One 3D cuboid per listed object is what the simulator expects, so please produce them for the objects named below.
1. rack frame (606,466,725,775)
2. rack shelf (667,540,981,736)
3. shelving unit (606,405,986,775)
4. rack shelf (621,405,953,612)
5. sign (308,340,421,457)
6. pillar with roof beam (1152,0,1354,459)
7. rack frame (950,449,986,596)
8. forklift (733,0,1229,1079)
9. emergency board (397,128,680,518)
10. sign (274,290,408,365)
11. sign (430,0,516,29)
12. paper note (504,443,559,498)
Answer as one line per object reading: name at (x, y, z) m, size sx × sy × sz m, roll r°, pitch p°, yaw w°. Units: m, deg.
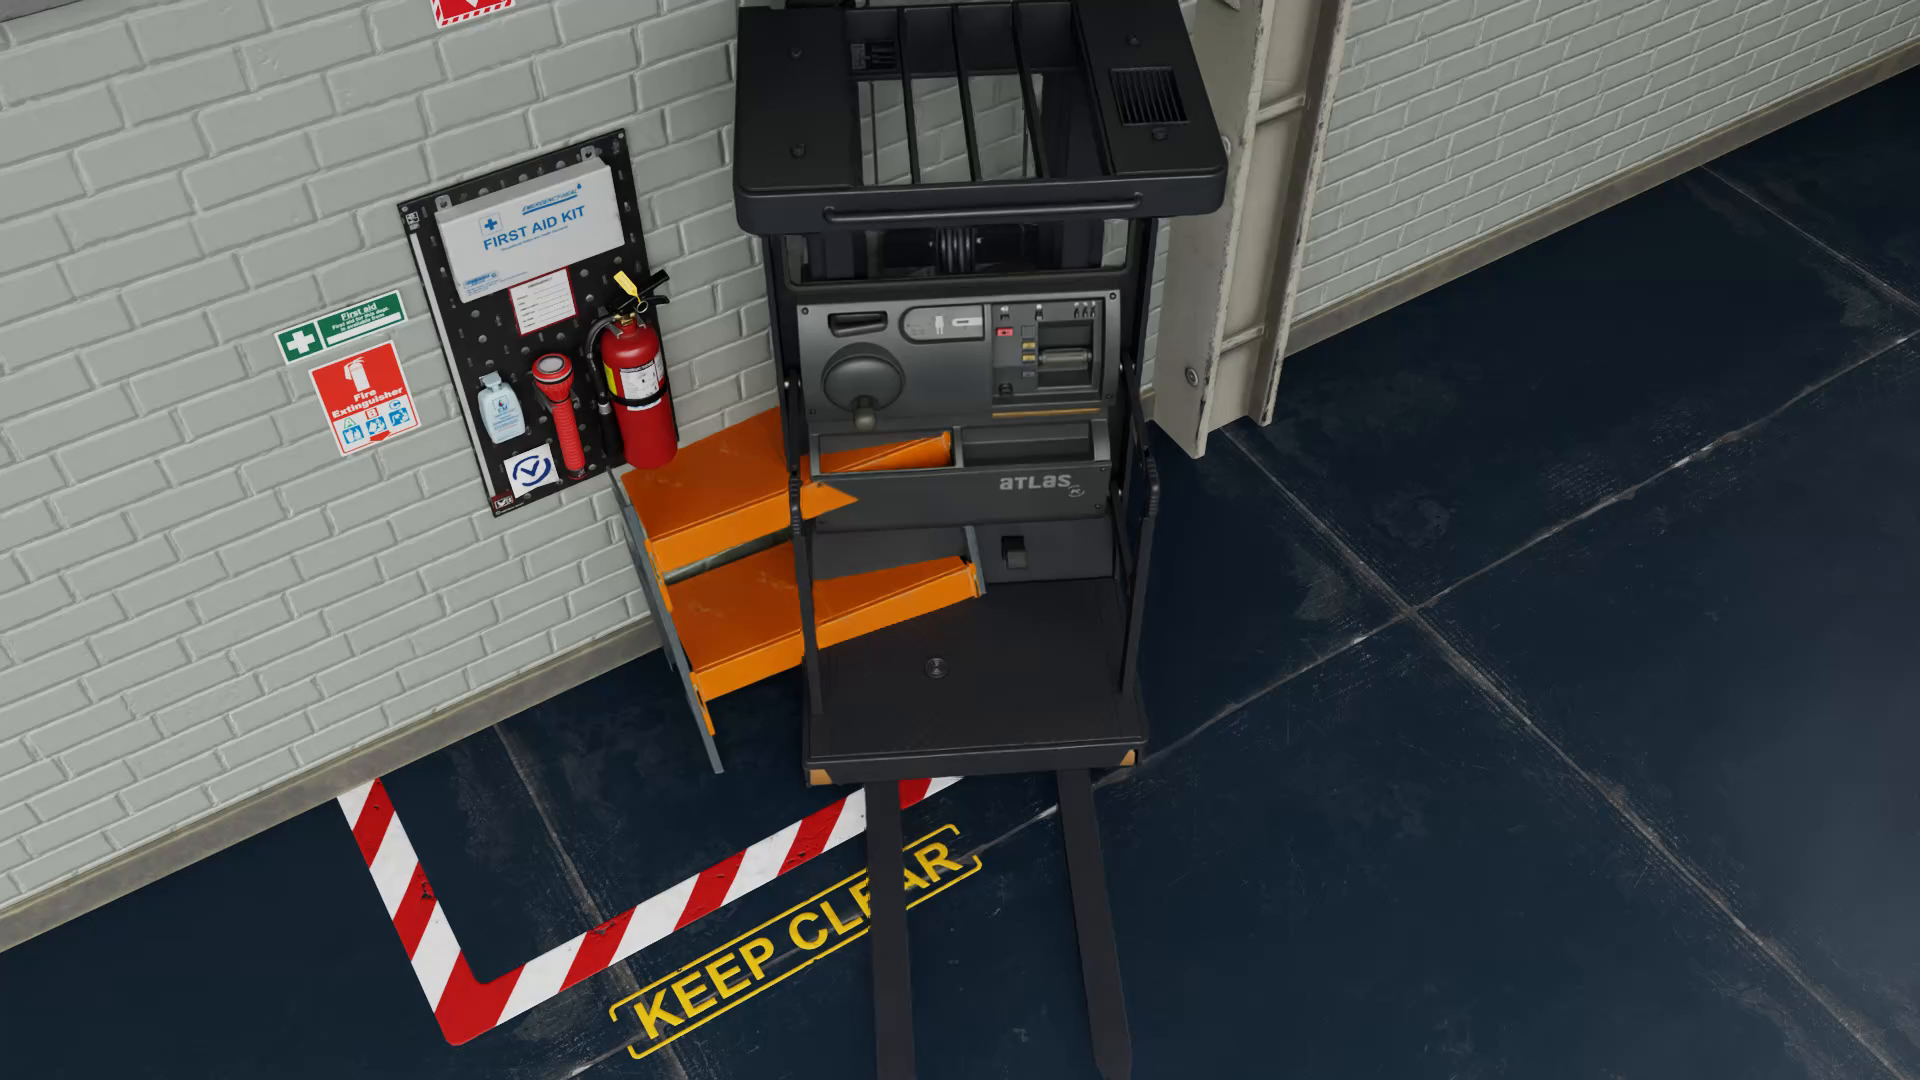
rack frame at (-0.984, 0.214, 5.410) m, size 0.032 × 1.125 × 0.500 m, roll -21°, pitch 38°, yaw -13°
rack shelf at (-0.485, 0.226, 5.672) m, size 1.000 × 0.278 × 0.538 m, roll -21°, pitch 38°, yaw -13°
shelving unit at (-0.522, 0.035, 5.525) m, size 1.048 × 1.125 × 0.538 m, roll -21°, pitch 38°, yaw -13°
rack shelf at (-0.567, -0.194, 5.348) m, size 1.000 × 0.278 × 0.538 m, roll -21°, pitch 38°, yaw -13°
sign at (-1.628, -0.386, 4.561) m, size 0.234 × 0.329 × 0.001 m, roll -25°, pitch 53°, yaw -21°
pillar with roof beam at (3.302, -0.766, 0.906) m, size 0.400 × 9.000 × 9.100 m, roll -25°, pitch 53°, yaw -21°
rack frame at (-0.060, -0.143, 5.639) m, size 0.032 × 1.125 × 0.500 m, roll -21°, pitch 38°, yaw -13°
forklift at (0.019, -0.428, 4.669) m, size 1.130 × 2.935 × 3.031 m, roll -3°, pitch 48°, yaw -3°
emergency board at (-1.105, -0.529, 4.713) m, size 0.643 × 1.169 × 0.194 m, roll -25°, pitch 53°, yaw -21°
sign at (-1.619, -0.558, 4.360) m, size 0.331 × 0.109 × 0.001 m, roll -25°, pitch 53°, yaw -21°
sign at (-1.165, -1.360, 3.900) m, size 0.199 × 0.298 × 0.001 m, roll -25°, pitch 53°, yaw -21°
paper note at (-1.292, -0.209, 5.018) m, size 0.142 × 0.148 × 0.016 m, roll -25°, pitch 53°, yaw -21°
